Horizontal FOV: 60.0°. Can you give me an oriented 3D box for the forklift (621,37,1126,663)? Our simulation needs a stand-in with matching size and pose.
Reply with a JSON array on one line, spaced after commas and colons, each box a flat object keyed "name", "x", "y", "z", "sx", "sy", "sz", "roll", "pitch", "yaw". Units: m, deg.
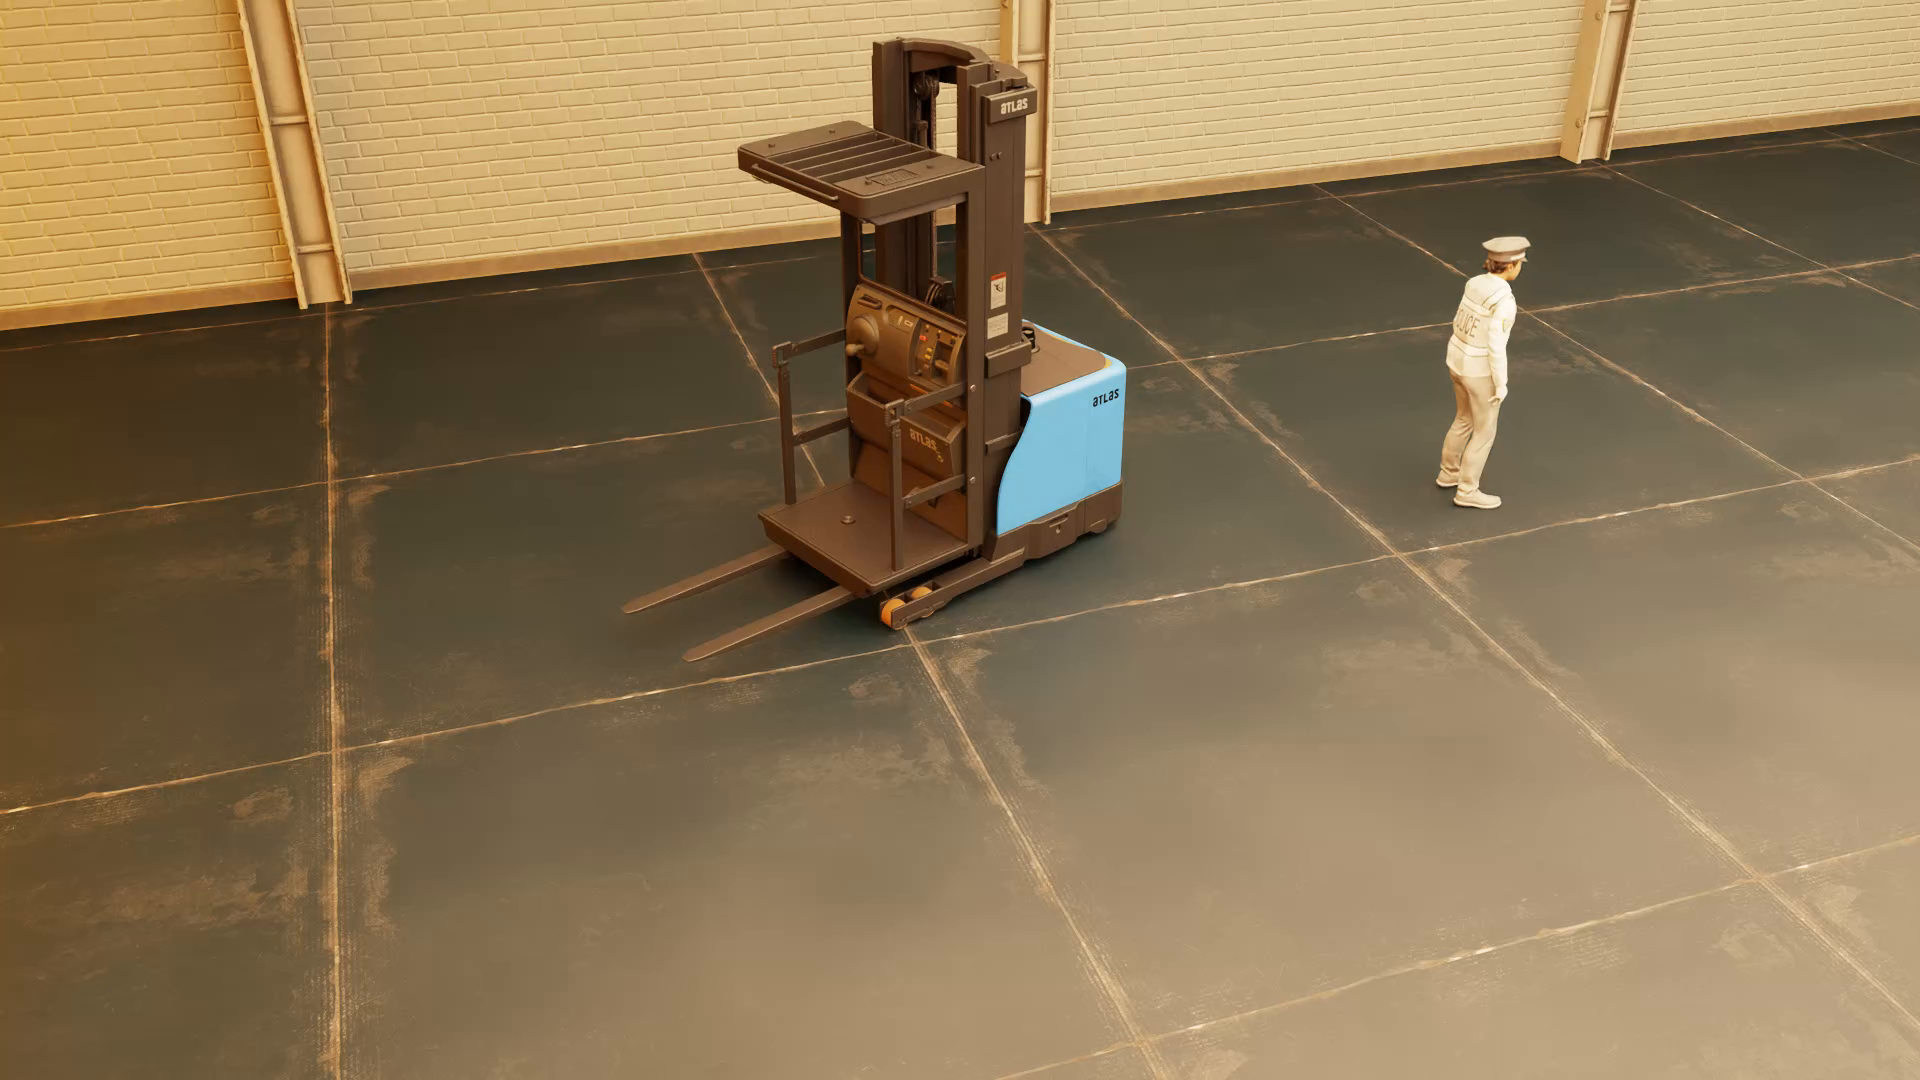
[{"name": "forklift", "x": -0.461, "y": -1.072, "z": 8.951, "sx": 3.031, "sy": 2.935, "sz": 1.130, "roll": -23, "pitch": 37, "yaw": -34}]

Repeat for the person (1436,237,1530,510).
[{"name": "person", "x": 3.172, "y": -1.029, "z": 10.150, "sx": 0.374, "sy": 1.662, "sz": 0.535, "roll": -6, "pitch": 31, "yaw": -11}]
